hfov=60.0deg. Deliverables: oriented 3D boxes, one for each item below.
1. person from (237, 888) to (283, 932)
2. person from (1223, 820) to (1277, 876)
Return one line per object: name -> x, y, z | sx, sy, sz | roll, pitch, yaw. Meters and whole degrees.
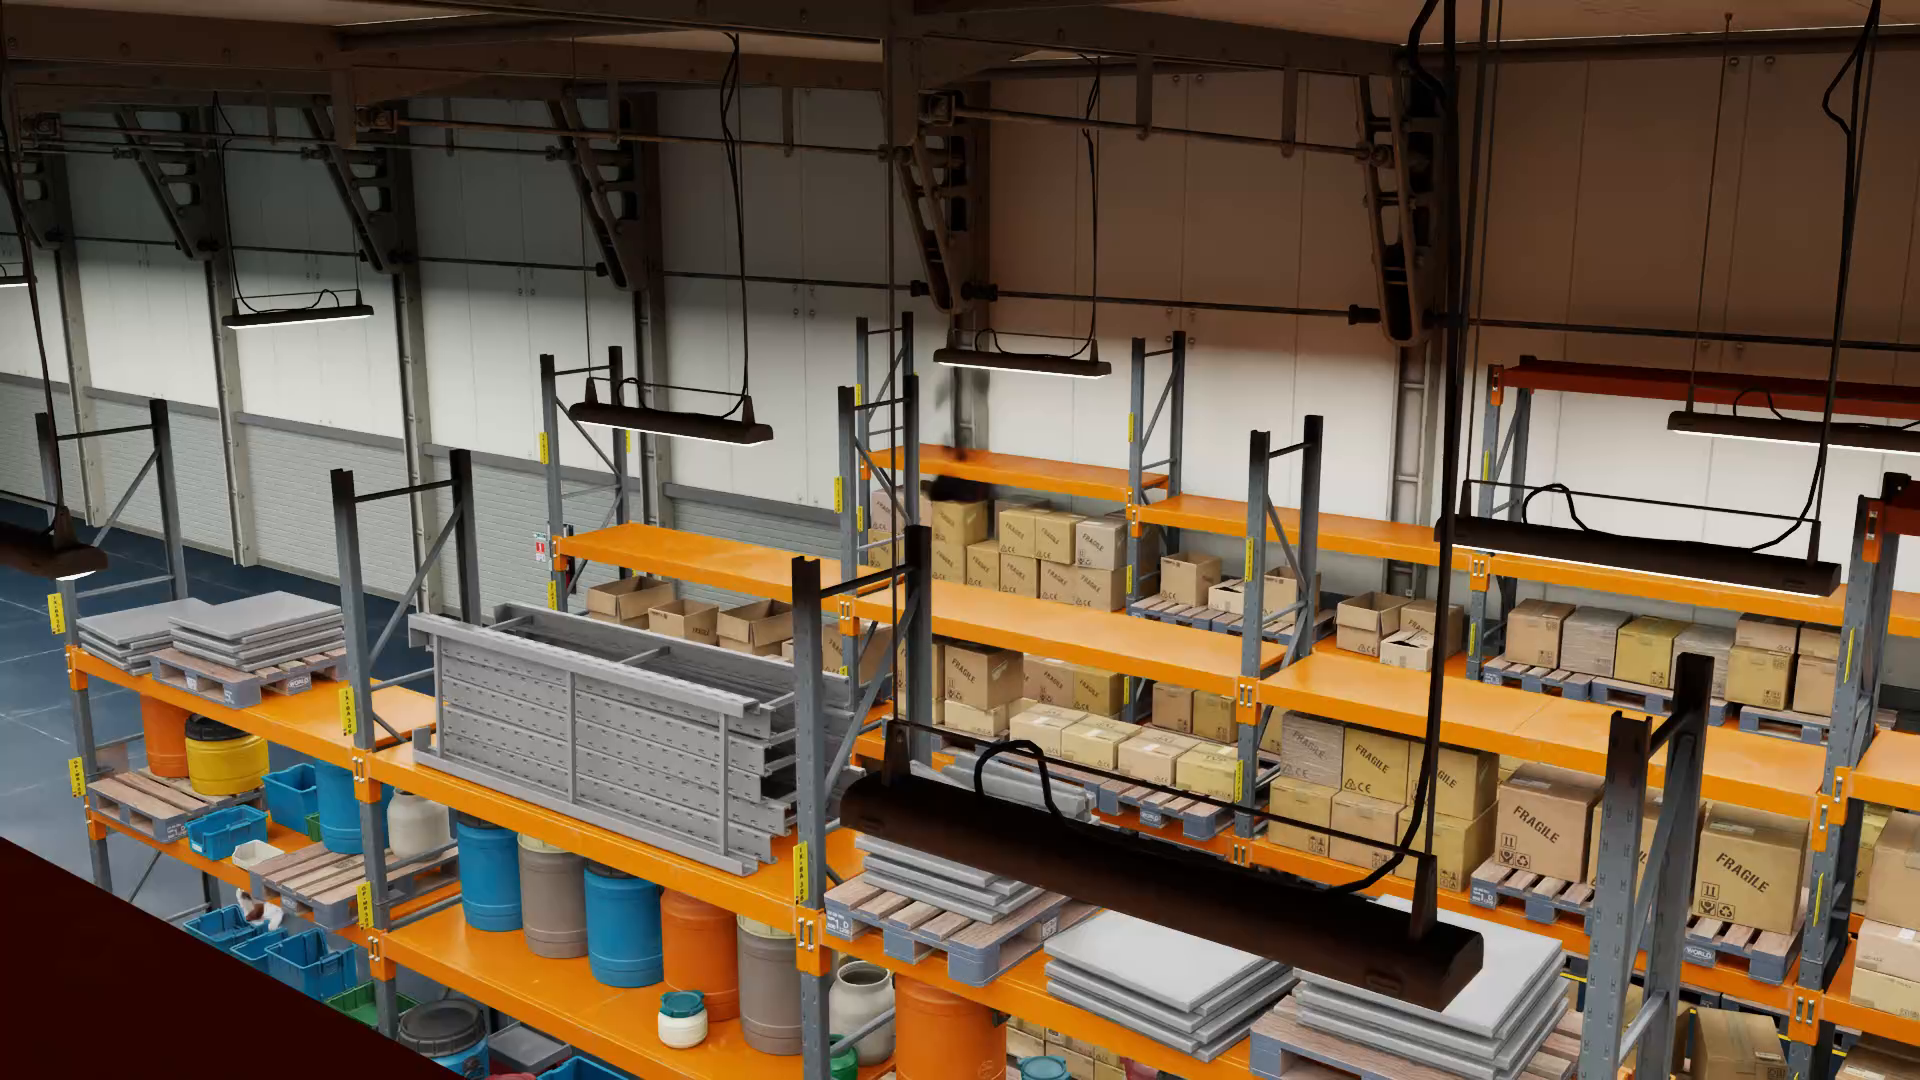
person -> -6.594, 3.627, 15.825 | 0.560, 1.733, 0.710 | -2, 13, -7
person -> 2.933, 3.437, 16.723 | 0.662, 1.675, 0.635 | 6, 14, 25
